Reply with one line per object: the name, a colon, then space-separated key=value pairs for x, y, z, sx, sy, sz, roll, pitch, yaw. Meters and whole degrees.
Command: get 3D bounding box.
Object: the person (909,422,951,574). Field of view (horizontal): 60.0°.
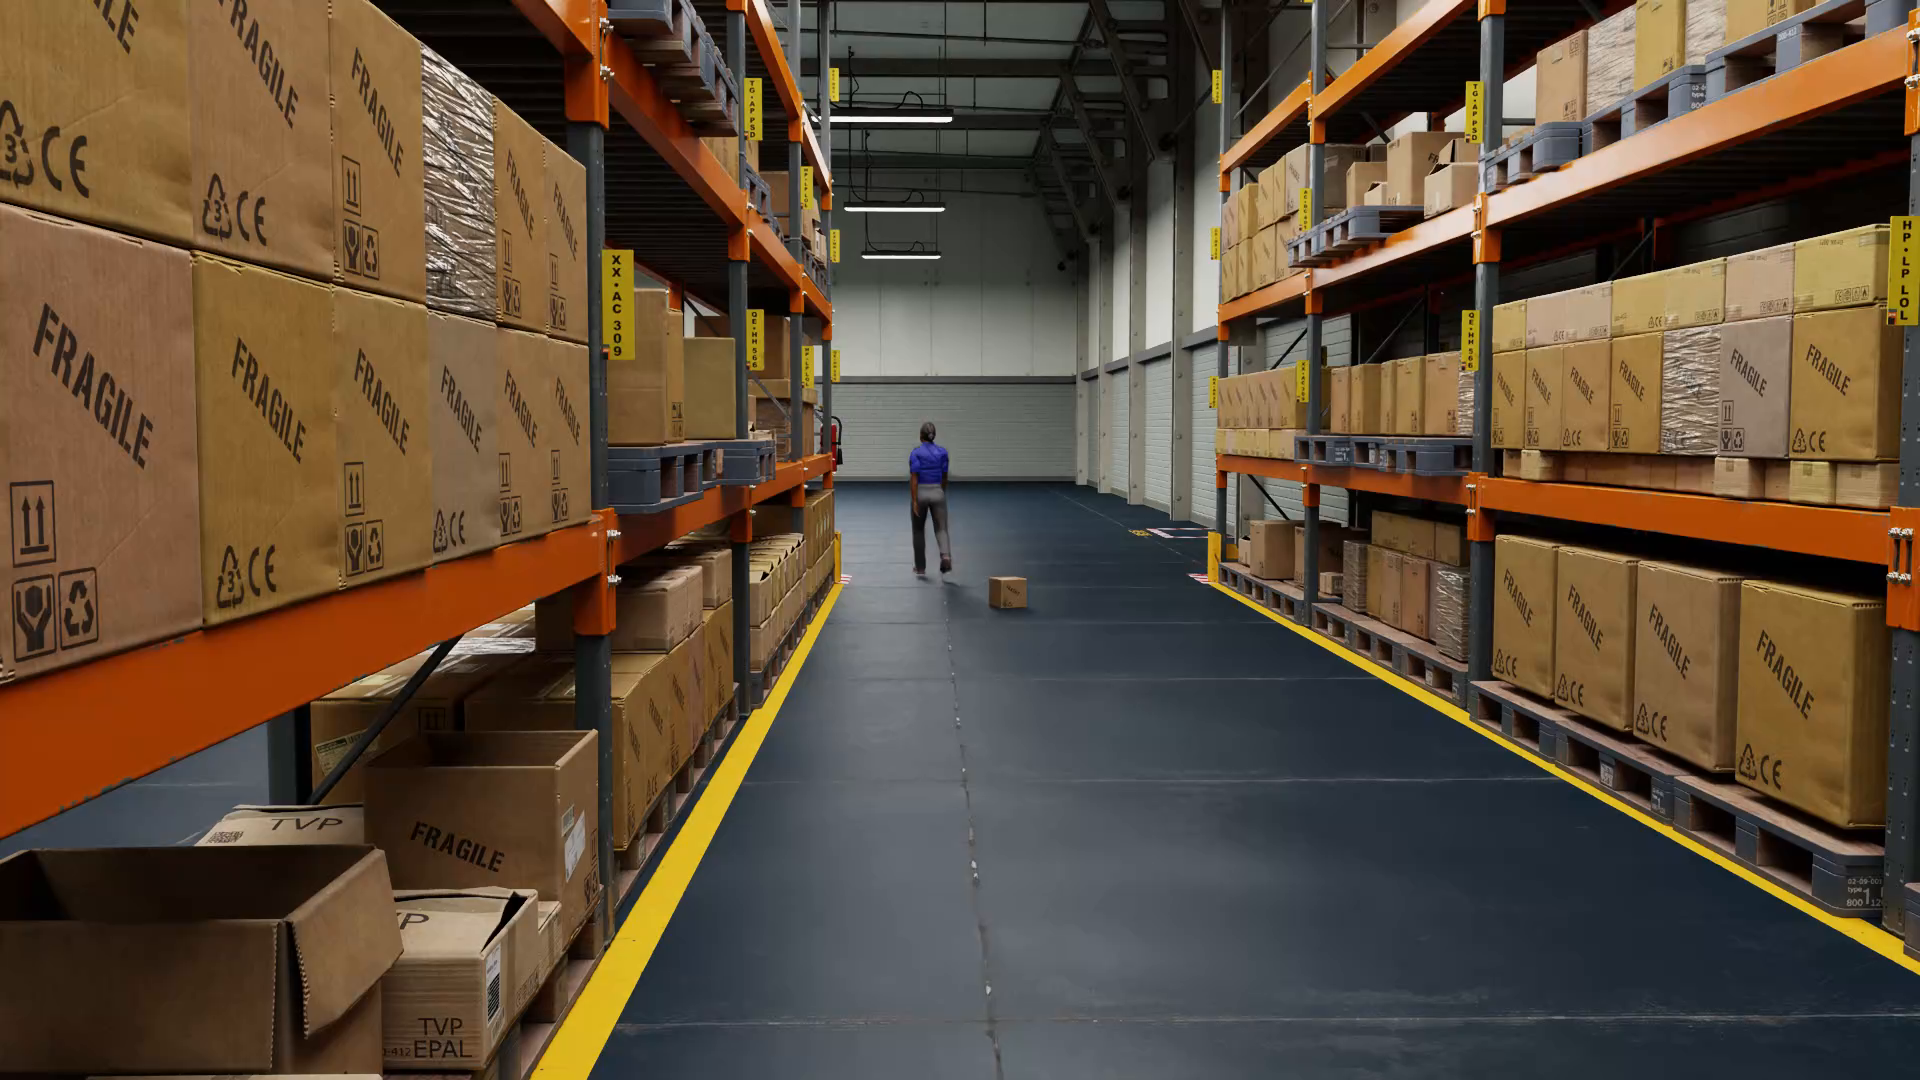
person: x=-0.325 y=-0.428 z=17.360 sx=0.427 sy=1.606 sz=0.936 roll=-1 pitch=4 yaw=-10
